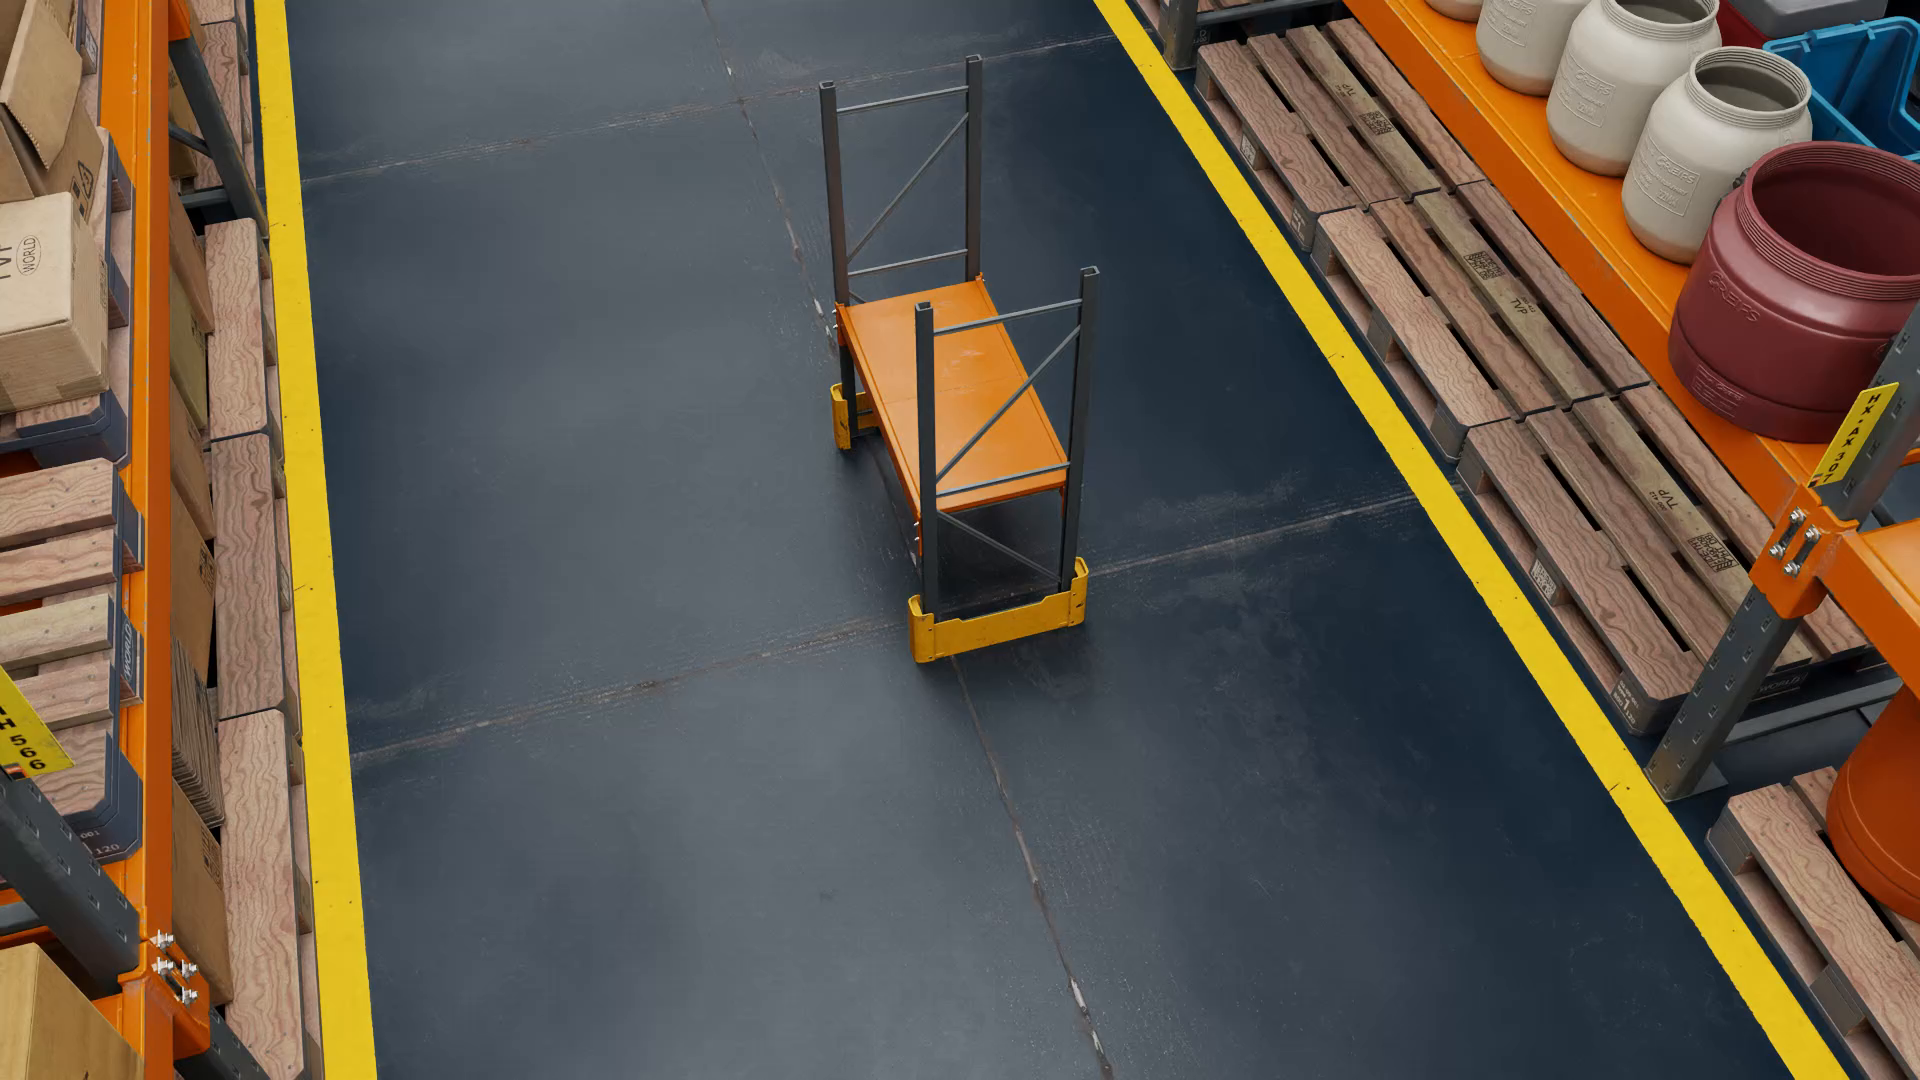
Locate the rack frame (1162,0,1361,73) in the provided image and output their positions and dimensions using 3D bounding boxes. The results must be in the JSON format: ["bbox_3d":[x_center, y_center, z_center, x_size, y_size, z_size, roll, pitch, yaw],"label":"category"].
[{"bbox_3d":[1.423,-3.239,6.519,1.000,3.000,0.127,-13,51,-11],"label":"rack frame"}]

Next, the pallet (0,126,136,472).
[{"bbox_3d":[-2.750,-0.573,4.396,1.003,0.211,1.213,-13,51,-11],"label":"pallet"}]

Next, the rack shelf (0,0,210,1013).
[{"bbox_3d":[-2.717,-0.427,4.618,1.077,0.370,4.000,-13,51,-11],"label":"rack shelf"}]

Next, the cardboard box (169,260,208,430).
[{"bbox_3d":[-3.025,-0.649,5.683,0.700,0.500,0.500,-14,51,-11],"label":"cardboard box"}]

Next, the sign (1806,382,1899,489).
[{"bbox_3d":[2.082,-0.241,3.884,0.100,0.325,0.005,-13,51,-11],"label":"sign"}]

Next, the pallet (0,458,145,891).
[{"bbox_3d":[-2.438,0.368,3.604,1.213,0.211,1.003,-13,51,-11],"label":"pallet"}]

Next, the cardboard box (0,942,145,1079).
[{"bbox_3d":[-1.743,1.074,2.817,0.500,0.500,0.500,-12,51,-10],"label":"cardboard box"}]

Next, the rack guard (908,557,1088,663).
[{"bbox_3d":[0.125,0.227,5.395,0.587,0.250,0.087,-13,51,-11],"label":"rack guard"}]

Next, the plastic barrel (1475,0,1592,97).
[{"bbox_3d":[1.841,-1.683,5.118,0.433,0.535,0.433,0,50,0],"label":"plastic barrel"}]

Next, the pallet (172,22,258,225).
[{"bbox_3d":[-3.541,-1.703,7.048,1.003,0.211,1.213,-13,51,-11],"label":"pallet"}]

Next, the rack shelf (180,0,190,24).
[{"bbox_3d":[-3.900,-3.348,7.081,1.077,0.370,4.000,-13,51,-11],"label":"rack shelf"}]

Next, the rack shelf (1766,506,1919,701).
[{"bbox_3d":[3.197,1.375,3.100,1.077,0.370,4.000,-13,51,-11],"label":"rack shelf"}]

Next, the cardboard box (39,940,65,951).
[{"bbox_3d":[-2.353,0.742,4.019,0.500,0.250,0.500,-11,51,-9],"label":"cardboard box"}]

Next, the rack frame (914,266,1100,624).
[{"bbox_3d":[0.125,-0.174,4.916,0.500,1.500,0.032,-13,51,-11],"label":"rack frame"}]

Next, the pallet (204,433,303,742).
[{"bbox_3d":[-2.713,0.240,5.409,1.003,0.211,1.213,-13,51,-11],"label":"pallet"}]

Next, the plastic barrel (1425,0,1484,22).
[{"bbox_3d":[1.713,-1.999,5.384,0.433,0.535,0.433,0,50,0],"label":"plastic barrel"}]

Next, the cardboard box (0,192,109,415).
[{"bbox_3d":[-2.402,-0.561,4.084,0.500,0.250,0.500,-15,51,-12],"label":"cardboard box"}]

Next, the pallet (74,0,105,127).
[{"bbox_3d":[-3.222,-1.466,5.150,1.003,0.211,1.213,-13,51,-11],"label":"pallet"}]

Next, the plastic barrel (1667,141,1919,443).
[{"bbox_3d":[2.179,-0.632,4.232,0.600,0.536,0.708,-13,51,-11],"label":"plastic barrel"}]

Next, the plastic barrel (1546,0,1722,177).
[{"bbox_3d":[1.973,-1.364,4.865,0.421,0.512,0.421,0,50,0],"label":"plastic barrel"}]

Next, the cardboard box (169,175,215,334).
[{"bbox_3d":[-3.148,-1.002,5.980,0.700,0.500,0.500,-17,52,-14],"label":"cardboard box"}]

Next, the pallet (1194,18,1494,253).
[{"bbox_3d":[1.692,-1.776,7.109,1.003,0.211,1.213,-13,51,-11],"label":"pallet"}]

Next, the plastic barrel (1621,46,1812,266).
[{"bbox_3d":[2.097,-1.057,4.606,0.421,0.512,0.421,0,50,0],"label":"plastic barrel"}]

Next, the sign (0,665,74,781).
[{"bbox_3d":[-1.597,0.301,2.777,0.100,0.325,0.005,-13,51,-11],"label":"sign"}]

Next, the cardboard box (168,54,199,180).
[{"bbox_3d":[-3.389,-1.750,6.624,0.500,0.500,0.500,-15,51,-12],"label":"cardboard box"}]

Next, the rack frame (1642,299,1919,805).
[{"bbox_3d":[2.605,-0.318,4.056,1.000,3.000,0.127,-13,51,-11],"label":"rack frame"}]

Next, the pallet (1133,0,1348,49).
[{"bbox_3d":[1.264,-2.840,8.006,1.003,0.211,1.213,-13,51,-11],"label":"pallet"}]

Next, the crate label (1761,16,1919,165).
[{"bbox_3d":[2.570,-1.116,4.706,0.502,0.435,0.616,-13,51,-11],"label":"crate label"}]

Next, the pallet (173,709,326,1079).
[{"bbox_3d":[-2.356,1.130,4.659,1.003,0.211,1.213,-13,51,-11],"label":"pallet"}]

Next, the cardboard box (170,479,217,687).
[{"bbox_3d":[-2.694,0.167,4.995,0.700,0.500,0.500,-9,51,-8],"label":"cardboard box"}]

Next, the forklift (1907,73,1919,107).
[{"bbox_3d":[3.954,-3.683,6.938,1.130,2.935,3.031,-15,52,-12],"label":"forklift"}]

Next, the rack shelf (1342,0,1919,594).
[{"bbox_3d":[2.014,-1.547,5.562,1.077,0.370,4.000,-13,51,-11],"label":"rack shelf"}]

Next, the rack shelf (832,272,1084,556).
[{"bbox_3d":[-0.025,-0.430,5.367,0.538,0.185,1.000,-13,51,-11],"label":"rack shelf"}]

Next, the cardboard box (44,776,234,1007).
[{"bbox_3d":[-2.343,0.981,4.308,0.700,0.500,0.500,-16,52,-13],"label":"cardboard box"}]

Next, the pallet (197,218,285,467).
[{"bbox_3d":[-3.077,-0.652,6.162,1.003,0.211,1.213,-13,51,-11],"label":"pallet"}]

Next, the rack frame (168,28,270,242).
[{"bbox_3d":[-3.309,-2.119,5.575,1.000,3.000,0.127,-13,51,-11],"label":"rack frame"}]

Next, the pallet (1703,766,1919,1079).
[{"bbox_3d":[2.878,1.147,4.645,1.003,0.211,1.213,-13,51,-11],"label":"pallet"}]

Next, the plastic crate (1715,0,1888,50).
[{"bbox_3d":[2.420,-1.588,5.085,0.402,0.464,0.583,-13,51,-11],"label":"plastic crate"}]

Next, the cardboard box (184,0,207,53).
[{"bbox_3d":[-3.566,-2.167,6.975,0.500,0.500,0.500,1,50,1],"label":"cardboard box"}]

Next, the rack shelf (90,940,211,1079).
[{"bbox_3d":[-1.535,2.495,2.155,1.077,0.370,4.000,-13,51,-11],"label":"rack shelf"}]

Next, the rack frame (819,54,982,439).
[{"bbox_3d":[-0.176,-0.917,5.542,0.500,1.500,0.032,-13,51,-11],"label":"rack frame"}]

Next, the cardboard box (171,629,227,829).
[{"bbox_3d":[-2.519,0.579,4.647,0.700,0.500,0.500,-17,52,-14],"label":"cardboard box"}]

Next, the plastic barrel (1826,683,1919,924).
[{"bbox_3d":[2.766,0.600,4.427,0.600,0.830,0.708,-13,51,-11],"label":"plastic barrel"}]

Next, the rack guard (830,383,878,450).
[{"bbox_3d":[-0.170,-0.500,6.008,0.587,0.250,0.087,-13,51,-11],"label":"rack guard"}]

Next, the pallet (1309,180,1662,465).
[{"bbox_3d":[2.056,-0.883,6.356,1.003,0.211,1.213,-13,51,-11],"label":"pallet"}]

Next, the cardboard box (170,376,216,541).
[{"bbox_3d":[-2.859,-0.241,5.338,0.700,0.500,0.500,-17,52,-14],"label":"cardboard box"}]

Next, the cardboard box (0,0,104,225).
[{"bbox_3d":[-2.708,-1.043,4.325,0.797,0.503,0.637,-9,50,-7],"label":"cardboard box"}]

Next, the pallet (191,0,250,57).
[{"bbox_3d":[-3.906,-2.596,7.800,1.003,0.211,1.213,-13,51,-11],"label":"pallet"}]

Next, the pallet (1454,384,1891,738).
[{"bbox_3d":[2.413,0.007,5.606,1.003,0.211,1.213,-13,51,-11],"label":"pallet"}]

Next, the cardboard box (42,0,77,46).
[{"bbox_3d":[-3.208,-1.836,4.669,1.000,1.000,1.000,-13,51,-11],"label":"cardboard box"}]

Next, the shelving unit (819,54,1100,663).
[{"bbox_3d":[-0.023,-0.539,5.224,0.587,1.500,1.083,-13,51,-11],"label":"shelving unit"}]
